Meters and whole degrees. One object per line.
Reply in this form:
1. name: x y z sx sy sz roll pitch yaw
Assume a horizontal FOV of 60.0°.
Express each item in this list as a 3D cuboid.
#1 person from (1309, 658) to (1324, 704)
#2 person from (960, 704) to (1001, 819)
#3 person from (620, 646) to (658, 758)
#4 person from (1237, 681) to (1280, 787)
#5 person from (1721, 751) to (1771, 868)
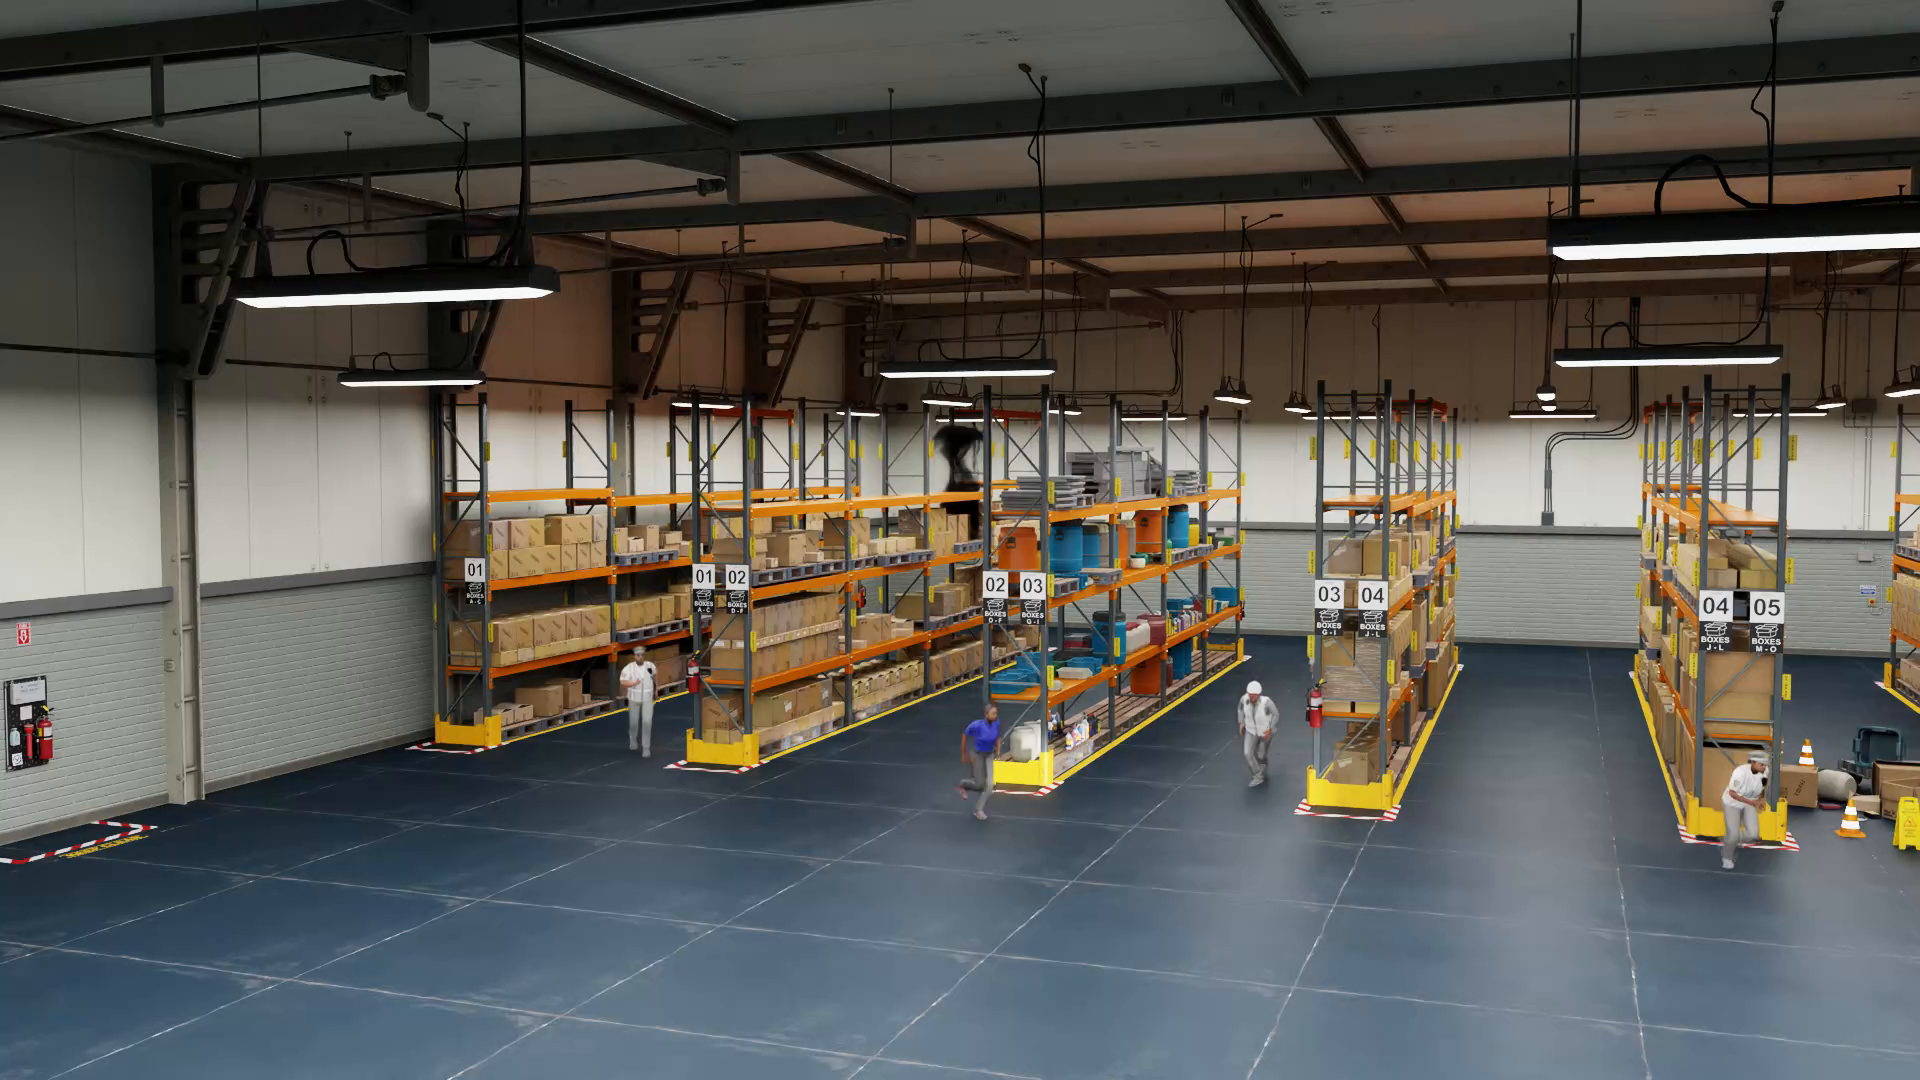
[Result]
1. person: 7.055 2.529 31.787 0.716 1.636 1.093 2 4 30
2. person: 0.292 3.020 22.815 0.567 1.594 0.673 -3 4 -40
3. person: -5.284 2.632 27.432 0.650 1.795 0.959 -1 3 -18
4. person: 4.522 2.883 25.069 0.662 1.612 1.105 1 3 25
5. person: 9.395 3.210 19.803 0.598 1.485 0.794 0 3 -9
